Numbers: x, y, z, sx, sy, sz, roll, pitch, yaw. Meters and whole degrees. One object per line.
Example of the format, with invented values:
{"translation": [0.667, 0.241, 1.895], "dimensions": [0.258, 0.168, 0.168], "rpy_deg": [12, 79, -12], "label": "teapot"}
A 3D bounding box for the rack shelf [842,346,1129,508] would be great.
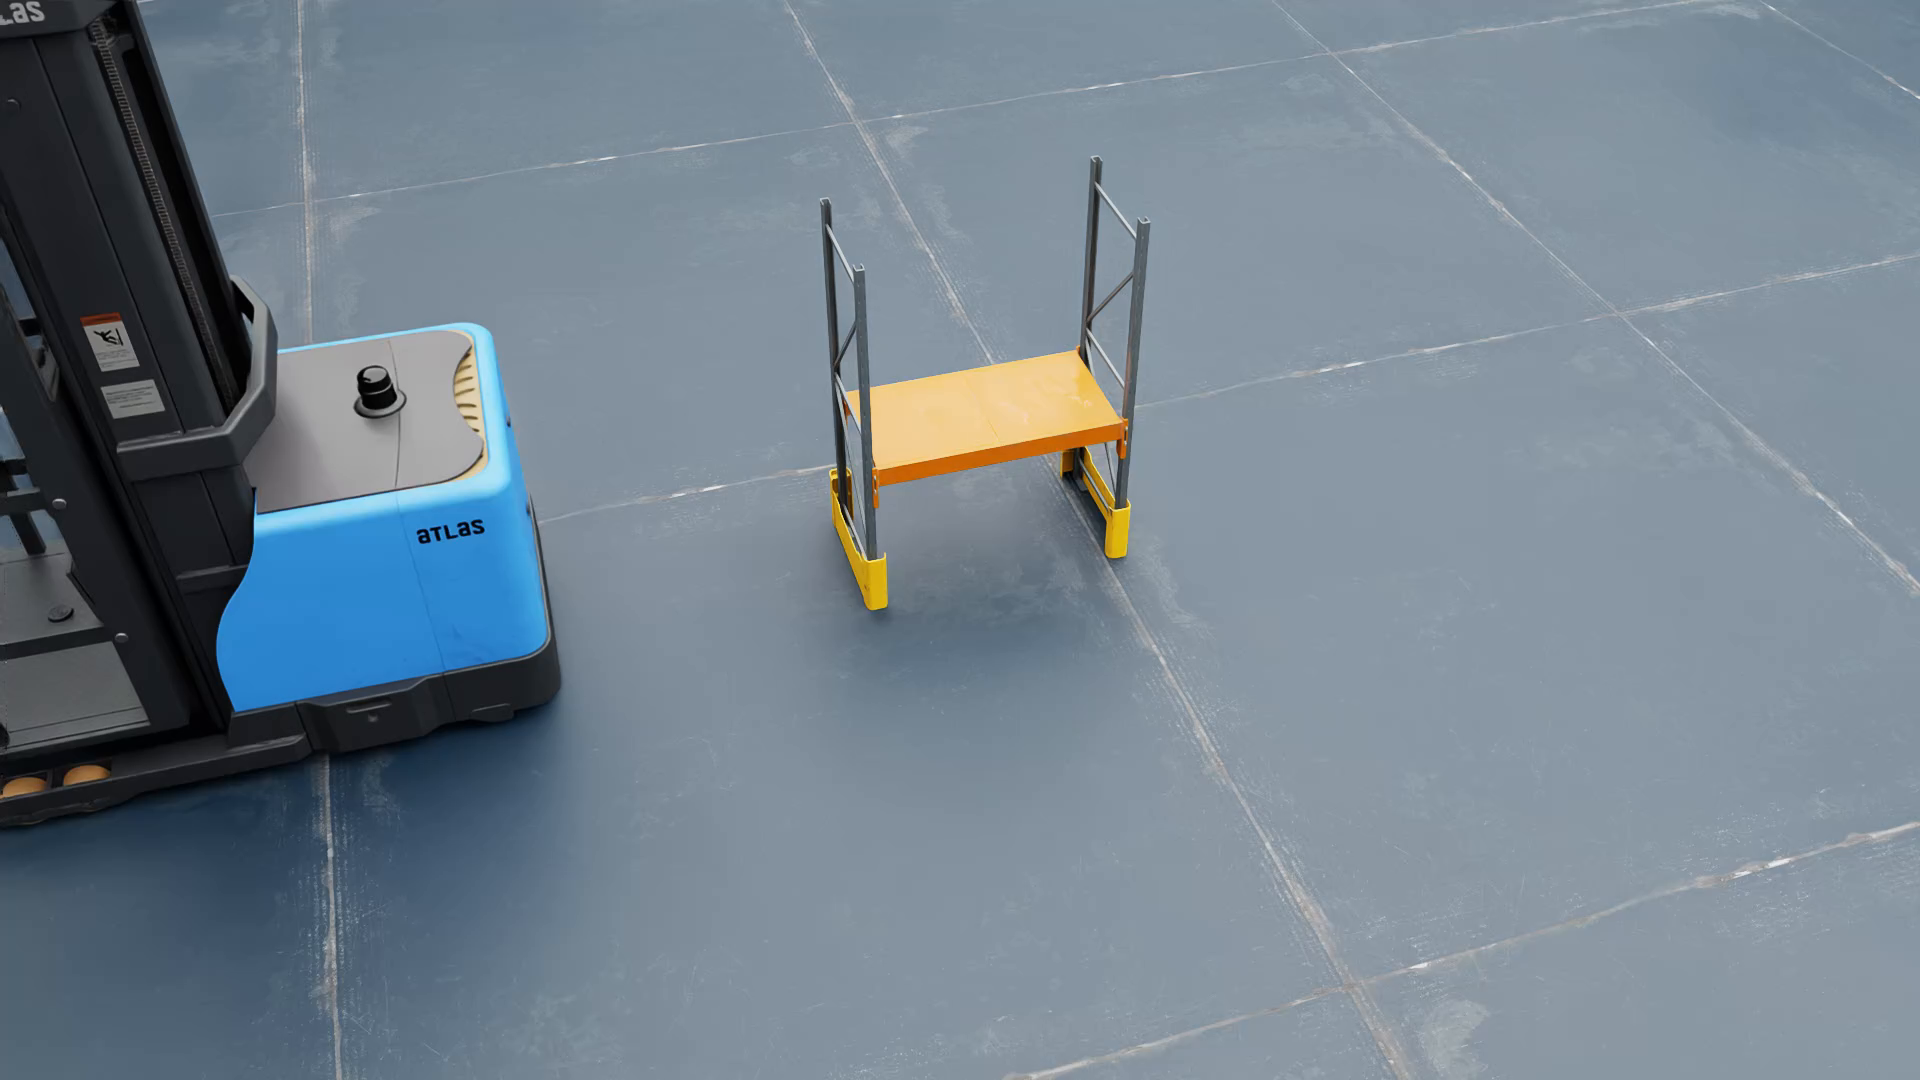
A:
{"translation": [0.081, -0.446, 6.394], "dimensions": [1.000, 0.185, 0.538], "rpy_deg": [-12, 42, -13], "label": "rack shelf"}

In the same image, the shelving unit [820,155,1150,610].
{"translation": [0.073, -0.580, 6.274], "dimensions": [1.083, 1.500, 0.587], "rpy_deg": [-12, 42, -13], "label": "shelving unit"}

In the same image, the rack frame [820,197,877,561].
{"translation": [-0.404, -0.481, 6.161], "dimensions": [0.032, 1.500, 0.500], "rpy_deg": [-12, 42, -13], "label": "rack frame"}

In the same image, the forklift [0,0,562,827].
{"translation": [-3.023, -0.528, 5.126], "dimensions": [3.031, 2.935, 1.130], "rpy_deg": [-11, 42, -12], "label": "forklift"}

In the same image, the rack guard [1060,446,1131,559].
{"translation": [0.548, -0.208, 6.798], "dimensions": [0.087, 0.250, 0.587], "rpy_deg": [-12, 42, -13], "label": "rack guard"}

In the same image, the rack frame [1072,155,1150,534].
{"translation": [0.566, -0.682, 6.391], "dimensions": [0.032, 1.500, 0.500], "rpy_deg": [-12, 42, -13], "label": "rack frame"}

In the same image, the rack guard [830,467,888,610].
{"translation": [-0.402, -0.011, 6.572], "dimensions": [0.087, 0.250, 0.587], "rpy_deg": [-12, 42, -13], "label": "rack guard"}
